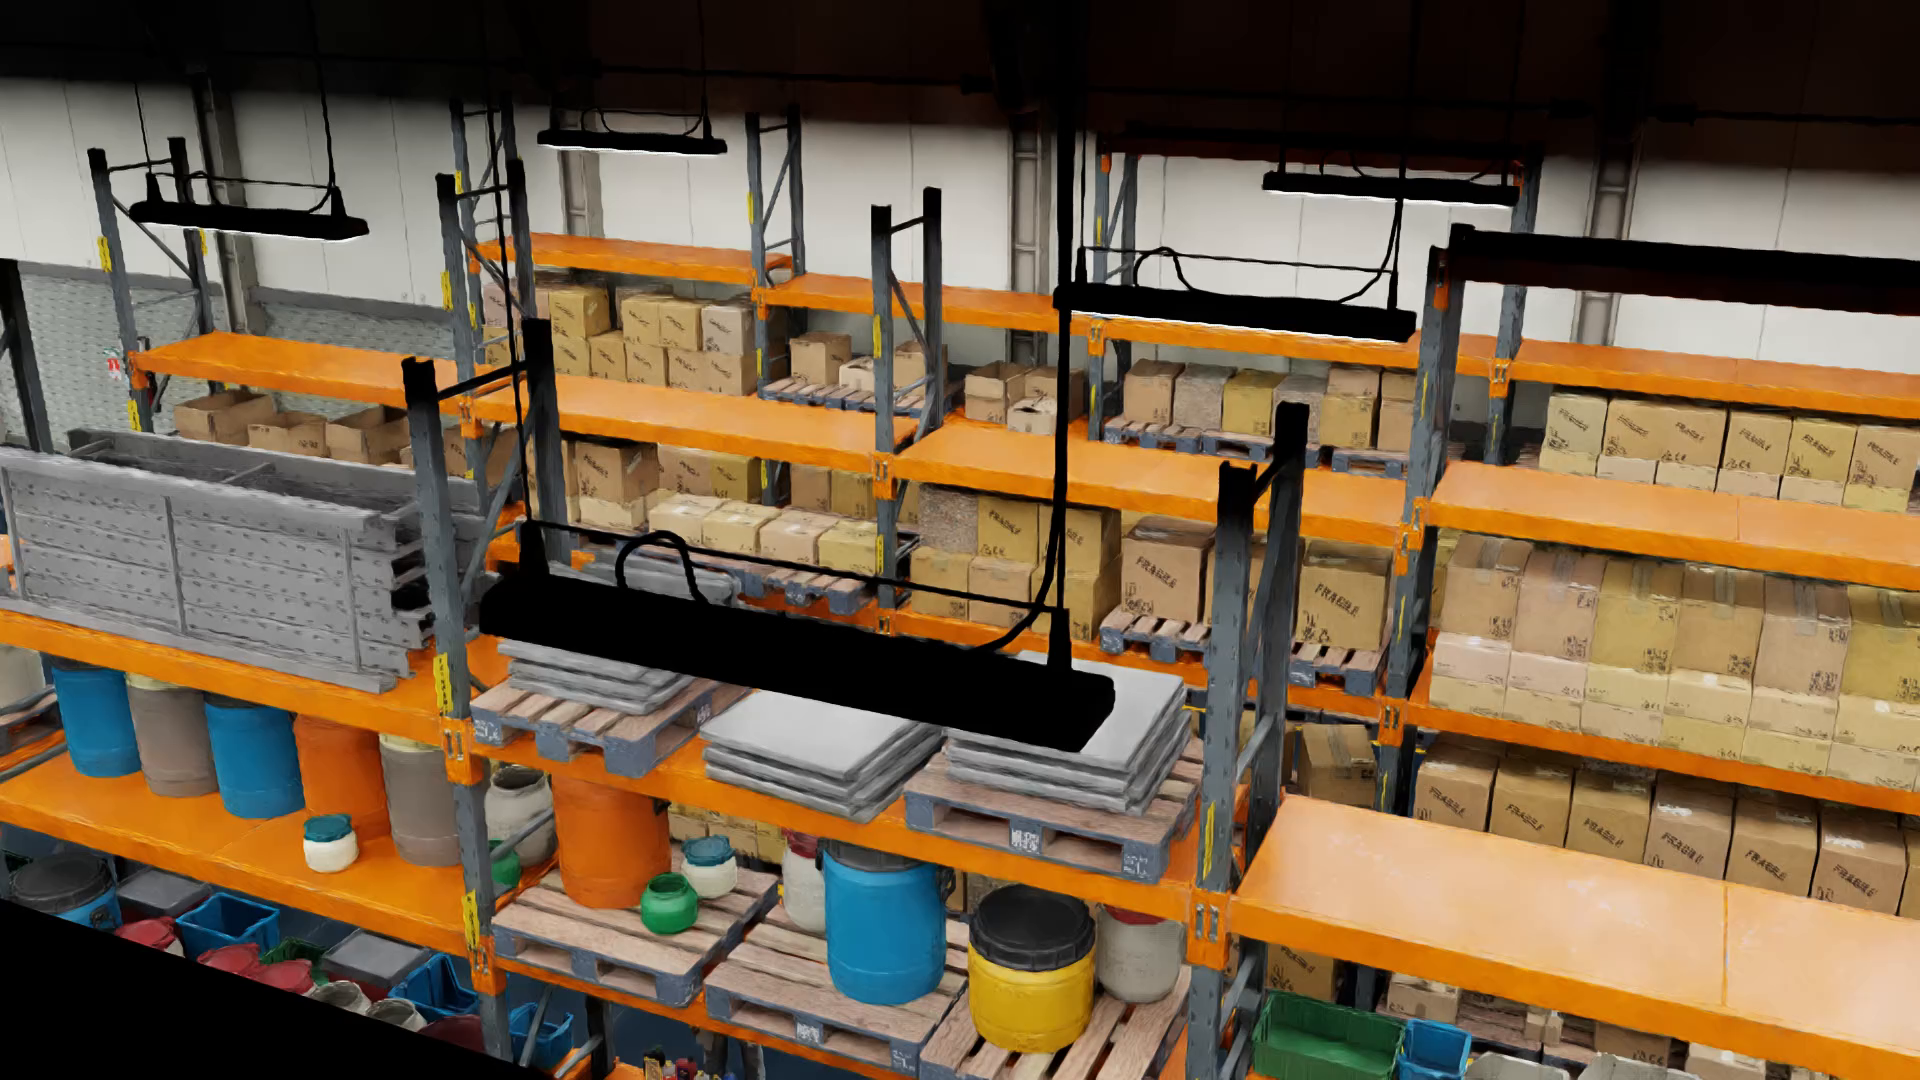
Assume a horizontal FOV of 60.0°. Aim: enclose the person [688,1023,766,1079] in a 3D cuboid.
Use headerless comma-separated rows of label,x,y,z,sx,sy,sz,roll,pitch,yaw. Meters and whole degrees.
person,-17.720,0.113,19.861,30.418,1.808,22.081,-2,21,-7
